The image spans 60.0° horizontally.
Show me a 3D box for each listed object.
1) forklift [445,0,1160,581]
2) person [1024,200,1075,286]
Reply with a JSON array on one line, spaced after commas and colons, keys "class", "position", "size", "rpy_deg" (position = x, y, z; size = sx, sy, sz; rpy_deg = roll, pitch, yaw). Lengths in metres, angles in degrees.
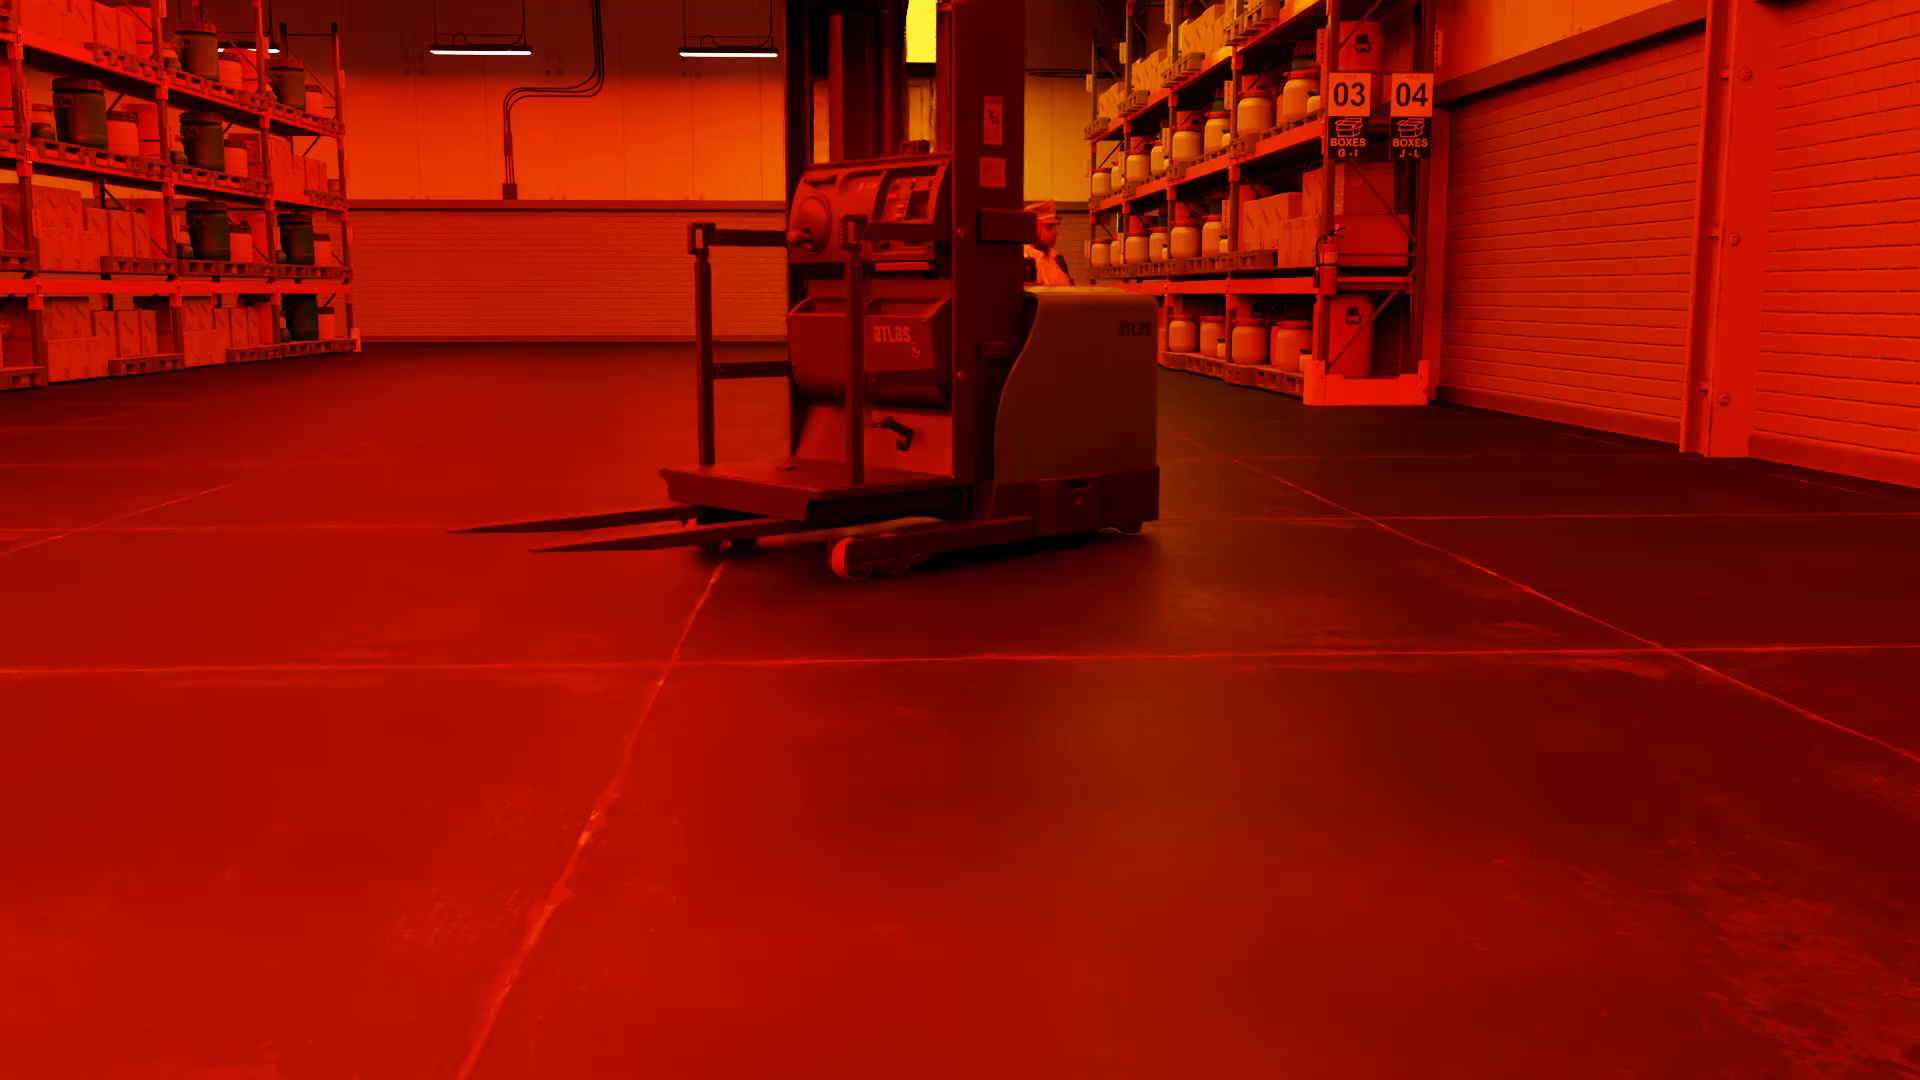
[{"class": "forklift", "position": [-0.533, -1.381, 6.632], "size": [3.031, 2.935, 1.130], "rpy_deg": [-8, 11, -42]}, {"class": "person", "position": [0.525, -1.100, 9.303], "size": [0.573, 1.582, 0.700], "rpy_deg": [6, 10, 34]}]
